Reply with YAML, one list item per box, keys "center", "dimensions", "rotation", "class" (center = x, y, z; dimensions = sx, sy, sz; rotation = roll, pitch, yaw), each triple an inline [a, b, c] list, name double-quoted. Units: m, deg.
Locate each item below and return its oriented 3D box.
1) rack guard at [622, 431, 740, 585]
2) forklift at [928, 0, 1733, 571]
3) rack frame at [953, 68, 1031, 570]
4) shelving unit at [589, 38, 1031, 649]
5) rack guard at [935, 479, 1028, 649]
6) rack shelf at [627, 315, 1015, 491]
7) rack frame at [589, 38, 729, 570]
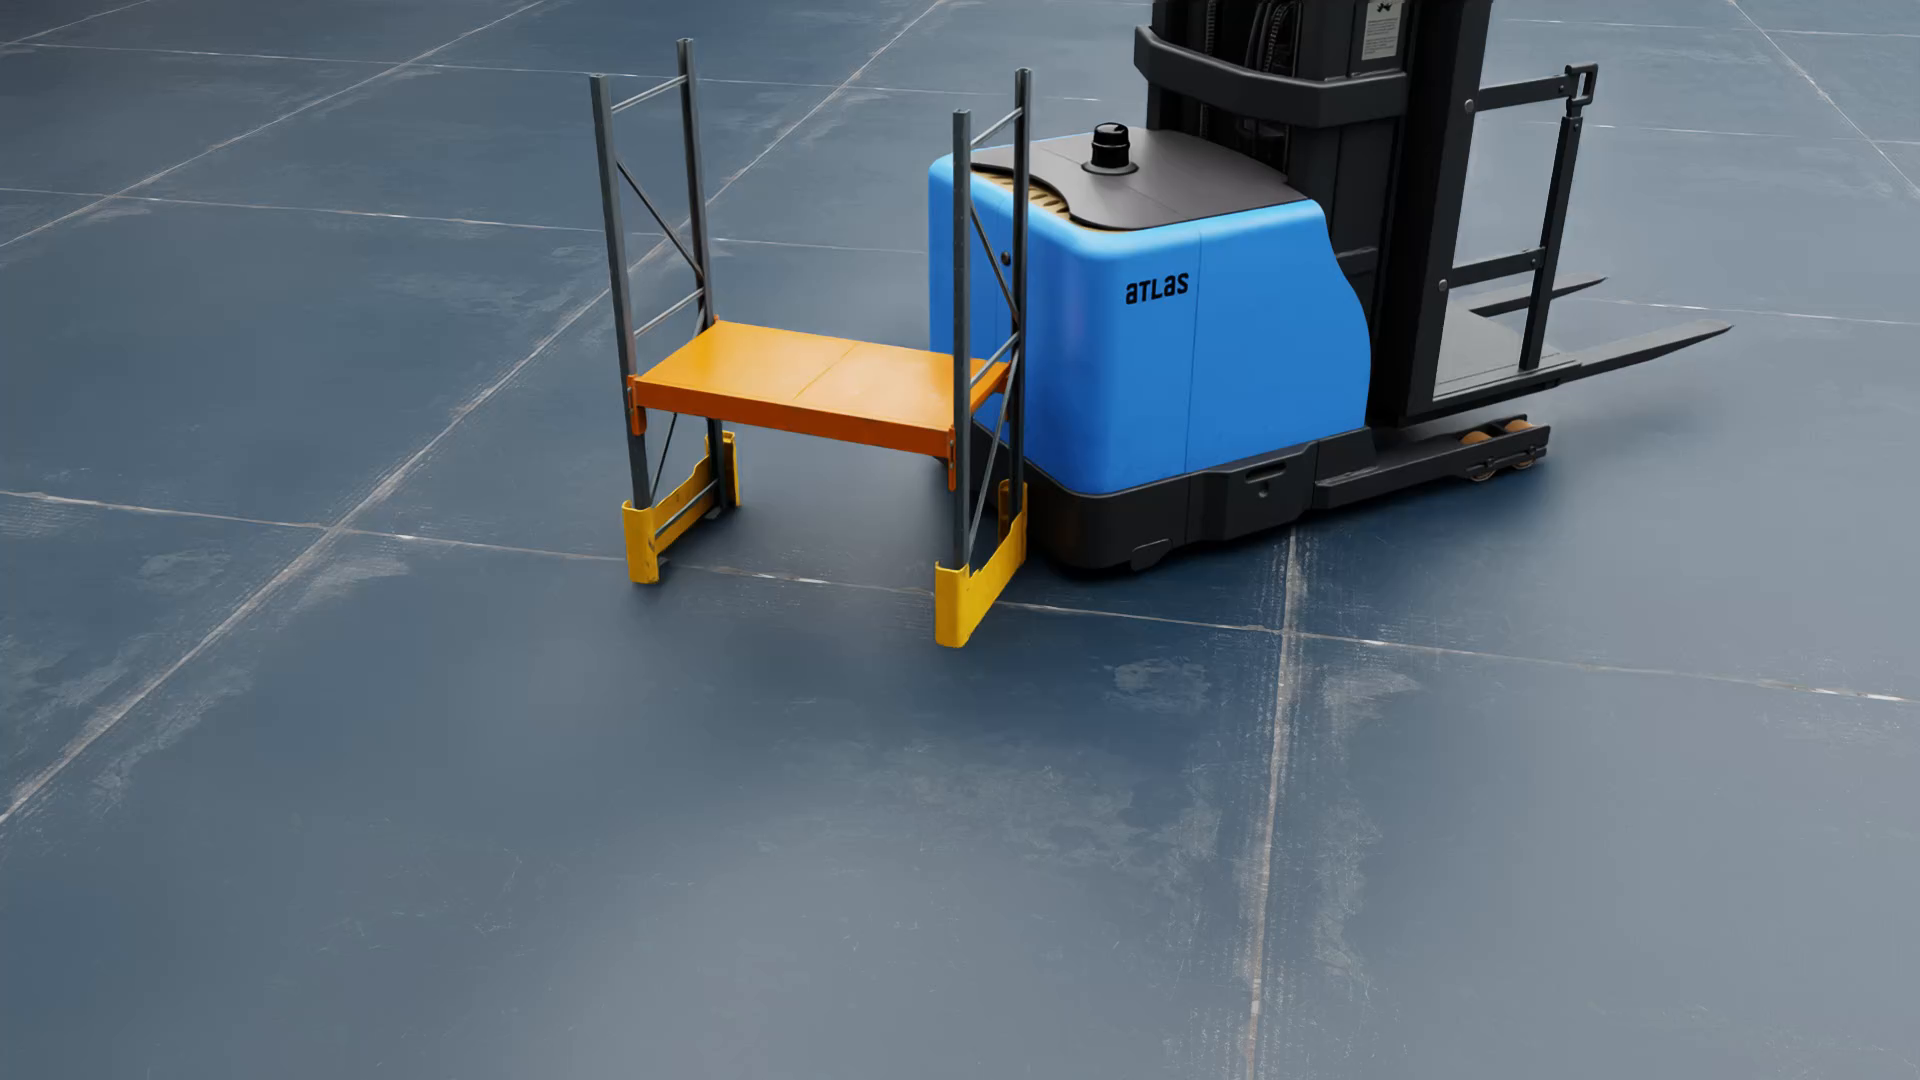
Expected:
- center: [-0.862, -0.111, 5.192]
  dimensions: [0.087, 0.250, 0.587]
  rotation: [10, 30, 18]
  class: "rack guard"
- center: [1.427, -1.689, 5.283]
  dimensions: [3.031, 2.935, 1.130]
  rotation: [-15, 32, -25]
  class: "forklift"
- center: [0.086, -0.484, 4.572]
  dimensions: [0.032, 1.500, 0.500]
  rotation: [10, 30, 18]
  class: "rack frame"
- center: [-0.397, -0.573, 4.735]
  dimensions: [1.083, 1.500, 0.587]
  rotation: [10, 30, 18]
  class: "shelving unit"
- center: [0.068, 0.061, 4.878]
  dimensions: [0.087, 0.250, 0.587]
  rotation: [10, 30, 18]
  class: "rack guard"
- center: [-0.388, -0.414, 4.818]
  dimensions: [1.000, 0.185, 0.538]
  rotation: [10, 30, 18]
  class: "rack shelf"
- center: [-0.863, -0.659, 4.892]
  dimensions: [0.032, 1.500, 0.500]
  rotation: [10, 30, 18]
  class: "rack frame"
